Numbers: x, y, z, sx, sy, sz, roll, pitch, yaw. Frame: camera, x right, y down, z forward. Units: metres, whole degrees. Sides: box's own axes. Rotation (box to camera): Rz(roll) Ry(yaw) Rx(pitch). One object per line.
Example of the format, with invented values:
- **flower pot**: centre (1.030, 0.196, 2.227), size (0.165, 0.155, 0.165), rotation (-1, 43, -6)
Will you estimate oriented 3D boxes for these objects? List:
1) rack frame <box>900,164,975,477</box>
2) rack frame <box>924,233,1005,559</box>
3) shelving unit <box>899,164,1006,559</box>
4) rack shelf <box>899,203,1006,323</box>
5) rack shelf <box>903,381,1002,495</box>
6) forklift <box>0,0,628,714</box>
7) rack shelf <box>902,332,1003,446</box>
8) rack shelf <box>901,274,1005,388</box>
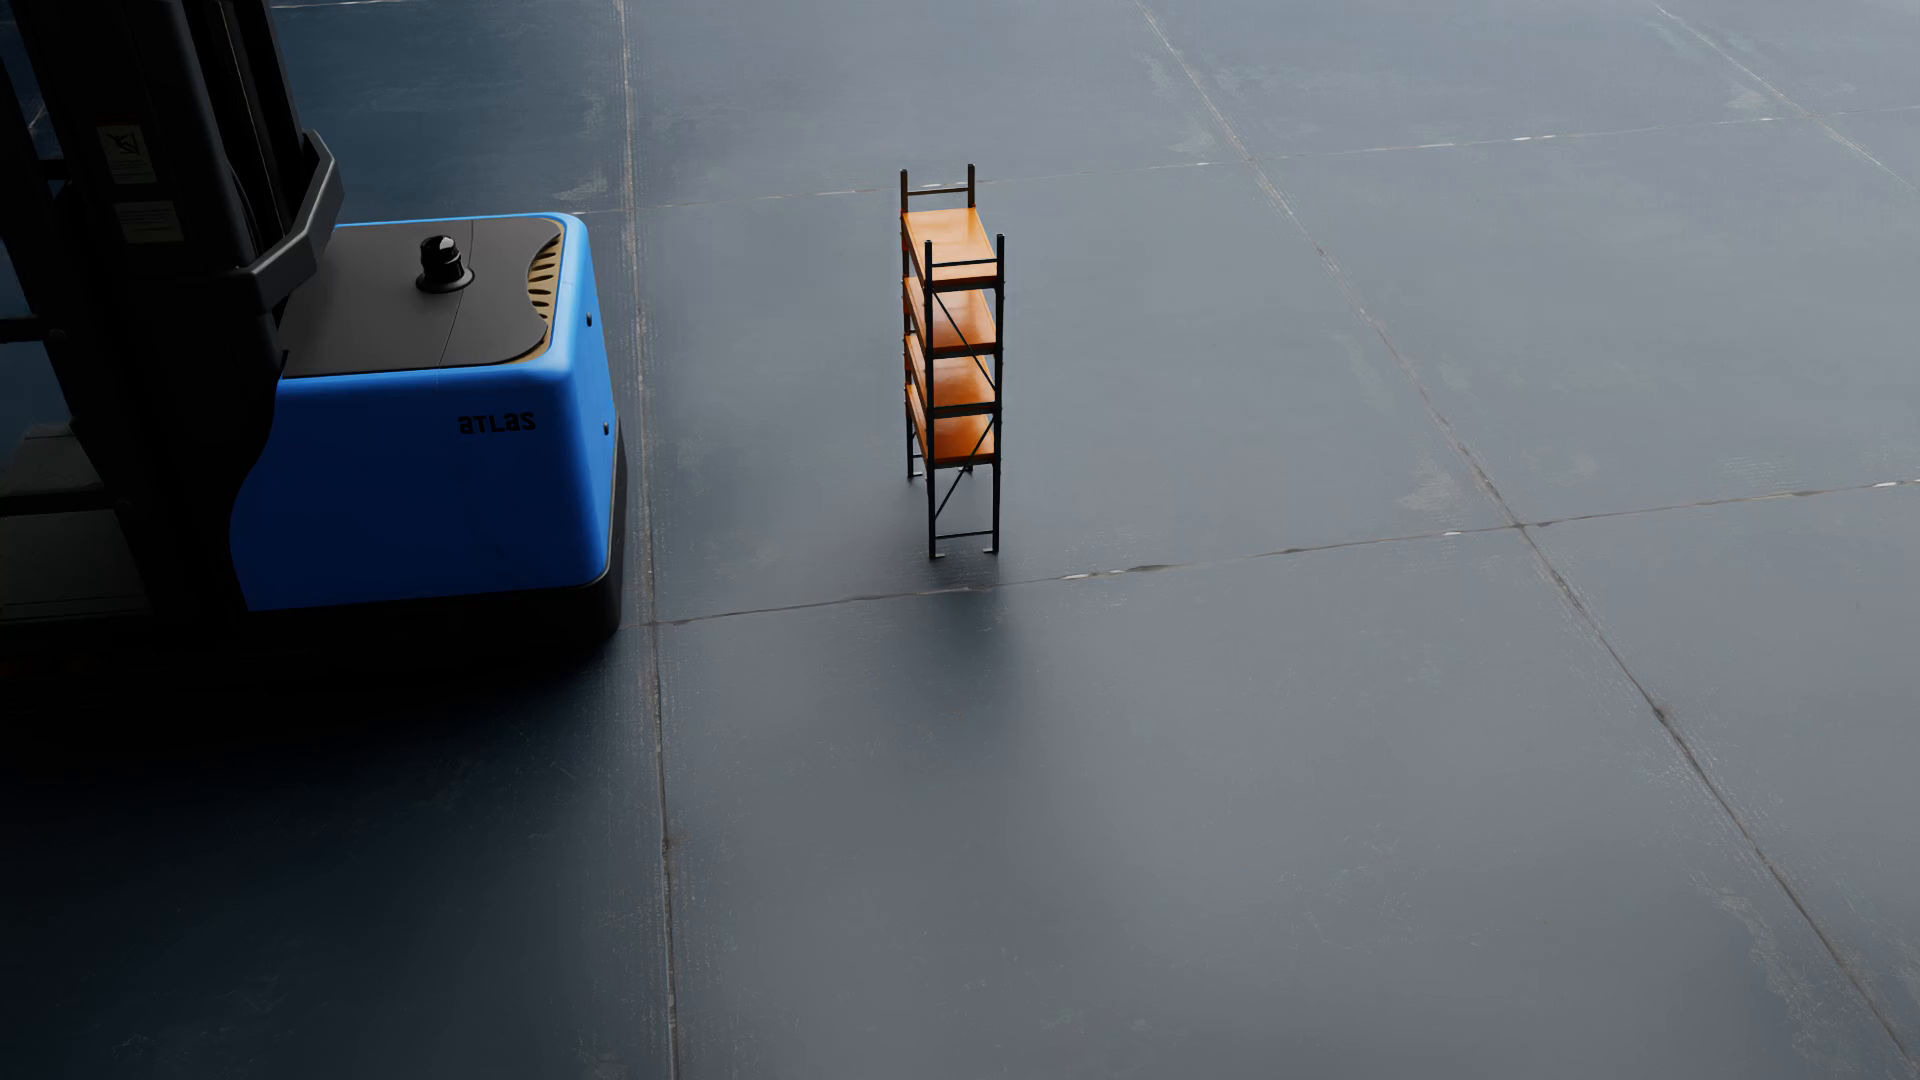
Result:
- **rack frame**: centre (-0.072, -0.721, 5.700), size (0.240, 1.200, 0.015), rotation (-6, 38, -8)
- **rack frame**: centre (0.014, -0.426, 5.321), size (0.240, 1.200, 0.015), rotation (-6, 38, -8)
- **shelving unit**: centre (-0.029, -0.574, 5.511), size (0.258, 1.200, 0.503), rotation (-6, 38, -8)
- **rack shelf**: centre (-0.029, -0.884, 5.270), size (0.258, 0.148, 0.480), rotation (-6, 38, -8)
- **rack shelf**: centre (-0.029, -0.364, 5.674), size (0.258, 0.148, 0.480), rotation (-6, 38, -8)
- **forklift**: centre (-2.638, -0.973, 4.613), size (3.031, 2.935, 1.130), rotation (-4, 38, -6)
- **rack shelf**: centre (-0.029, -0.521, 5.552), size (0.258, 0.148, 0.480), rotation (-6, 38, -8)
- **rack shelf**: centre (-0.029, -0.697, 5.415), size (0.258, 0.148, 0.480), rotation (-6, 38, -8)
